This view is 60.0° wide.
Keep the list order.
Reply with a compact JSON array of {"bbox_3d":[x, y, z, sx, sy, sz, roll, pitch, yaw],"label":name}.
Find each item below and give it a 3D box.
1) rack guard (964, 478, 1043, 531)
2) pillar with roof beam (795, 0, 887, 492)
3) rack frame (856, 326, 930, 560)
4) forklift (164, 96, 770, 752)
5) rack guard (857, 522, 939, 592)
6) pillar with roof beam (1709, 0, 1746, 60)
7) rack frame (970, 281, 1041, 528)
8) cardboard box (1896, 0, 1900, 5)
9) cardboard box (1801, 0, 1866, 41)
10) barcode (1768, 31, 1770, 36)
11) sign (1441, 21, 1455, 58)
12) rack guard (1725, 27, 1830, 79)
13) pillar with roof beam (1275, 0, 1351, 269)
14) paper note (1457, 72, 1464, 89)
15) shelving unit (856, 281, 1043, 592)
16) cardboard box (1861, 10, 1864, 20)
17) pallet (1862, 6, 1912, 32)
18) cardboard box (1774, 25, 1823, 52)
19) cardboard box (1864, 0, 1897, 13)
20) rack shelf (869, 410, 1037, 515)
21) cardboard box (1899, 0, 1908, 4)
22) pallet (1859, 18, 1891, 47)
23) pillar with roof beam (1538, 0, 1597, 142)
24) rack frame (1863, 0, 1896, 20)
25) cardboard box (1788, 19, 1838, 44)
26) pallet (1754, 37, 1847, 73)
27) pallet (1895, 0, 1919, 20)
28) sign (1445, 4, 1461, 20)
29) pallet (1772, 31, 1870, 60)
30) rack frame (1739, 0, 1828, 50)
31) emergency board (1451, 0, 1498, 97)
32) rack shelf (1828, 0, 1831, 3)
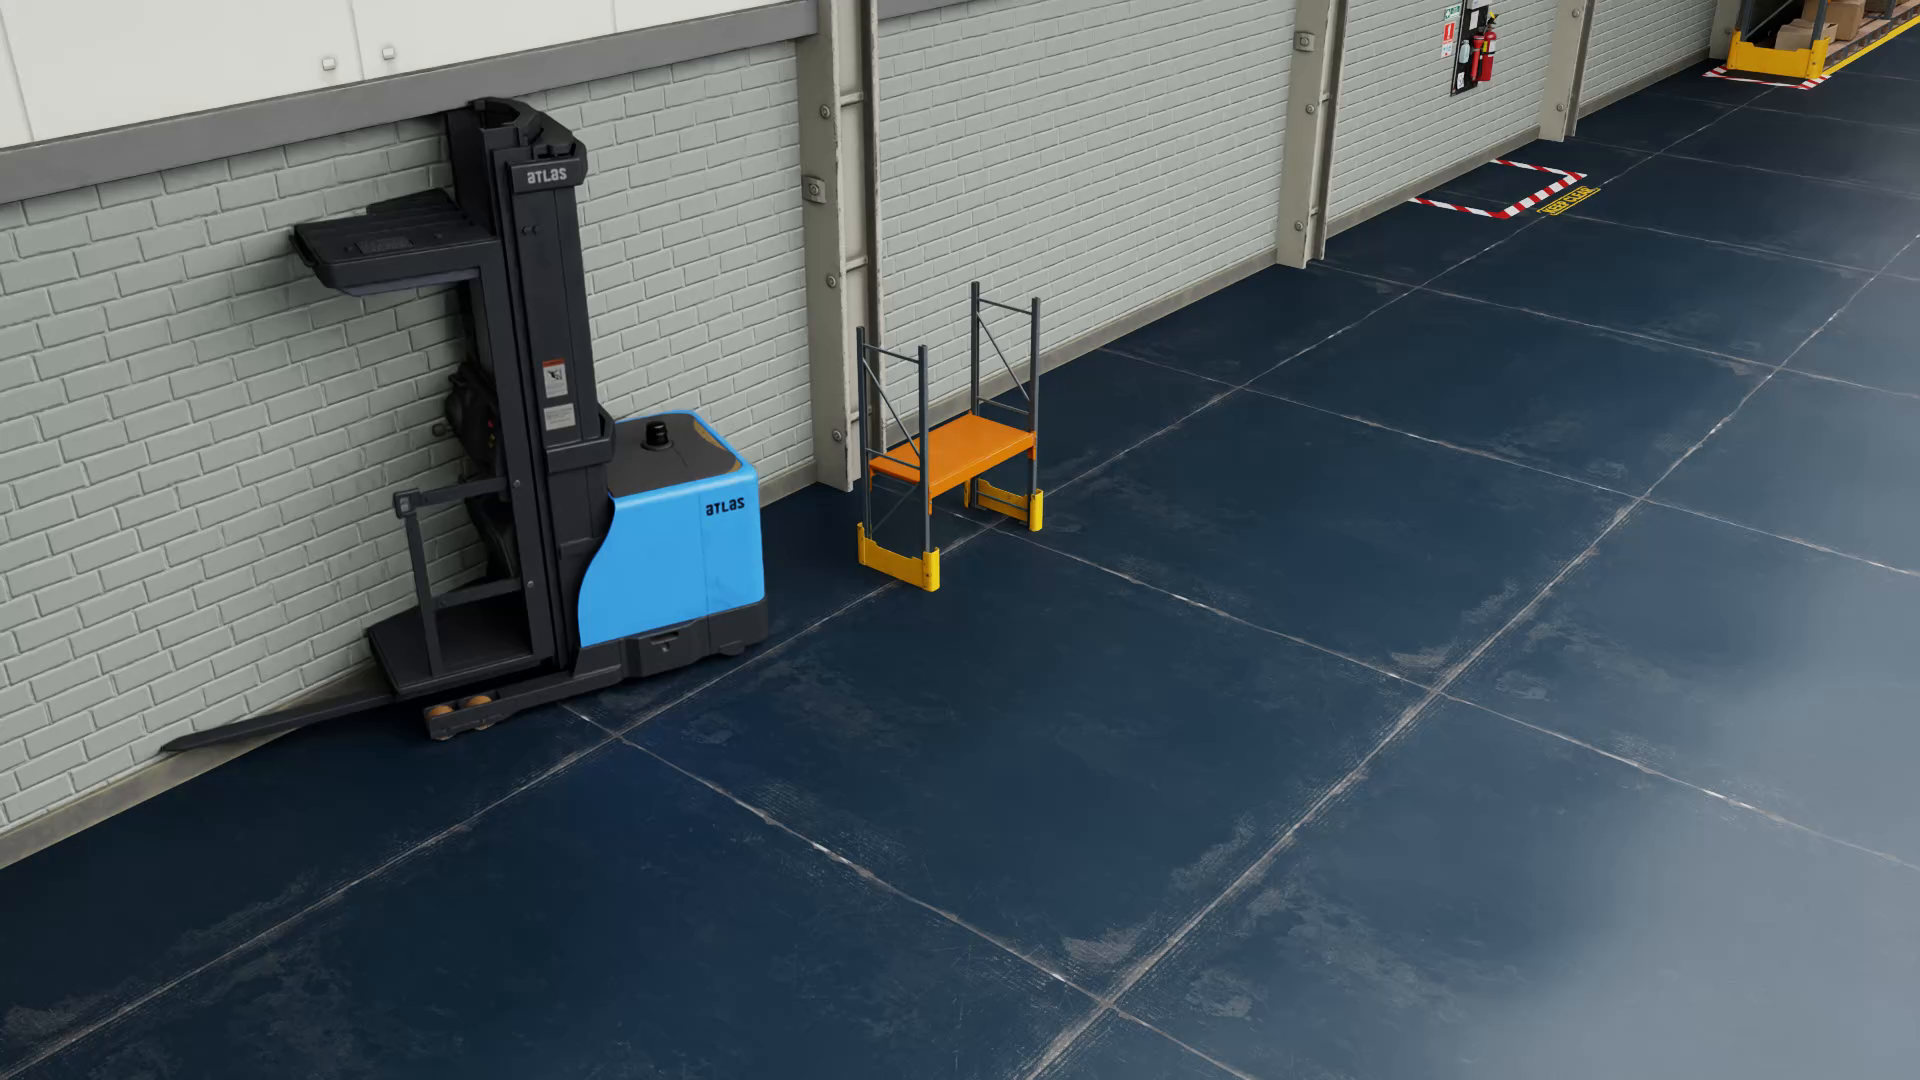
[{"bbox_3d":[0.268,-0.261,10.482,0.587,0.250,0.087,21,34,34],"label":"rack guard"},{"bbox_3d":[2.597,-3.166,6.575,9.100,9.000,0.400,21,34,34],"label":"pillar with roof beam"},{"bbox_3d":[-0.378,-0.456,9.499,0.500,1.500,0.032,21,34,34],"label":"rack frame"},{"bbox_3d":[-2.582,-0.579,8.180,3.031,2.935,1.130,-14,31,-25],"label":"forklift"},{"bbox_3d":[-0.365,0.093,9.799,0.587,0.250,0.087,21,34,34],"label":"rack guard"},{"bbox_3d":[14.046,-9.547,18.912,9.100,9.000,0.400,21,34,34],"label":"pillar with roof beam"},{"bbox_3d":[0.269,-0.816,10.195,0.500,1.500,0.032,21,34,34],"label":"rack frame"},{"bbox_3d":[14.236,-8.607,25.865,0.700,0.500,0.500,20,33,33],"label":"cardboard box"},{"bbox_3d":[12.324,-7.392,23.516,0.700,0.500,0.500,18,33,31],"label":"cardboard box"},{"bbox_3d":[11.159,-6.988,22.930,0.001,0.075,0.075,21,34,34],"label":"barcode"},{"bbox_3d":[4.875,-4.999,16.609,0.001,0.329,0.234,21,34,34],"label":"sign"},{"bbox_3d":[10.995,-6.557,22.380,1.175,0.500,0.348,21,34,34],"label":"rack guard"},{"bbox_3d":[6.413,-5.293,10.688,9.100,9.000,0.400,21,34,34],"label":"pillar with roof beam"},{"bbox_3d":[5.140,-4.715,17.058,0.016,0.148,0.142,21,34,34],"label":"paper note"},{"bbox_3d":[-0.048,-0.639,9.853,0.587,1.500,1.083,21,34,34],"label":"shelving unit"},{"bbox_3d":[13.173,-7.797,24.662,0.380,0.166,0.250,16,31,28],"label":"cardboard box"},{"bbox_3d":[13.985,-8.096,25.670,1.003,0.211,1.213,21,34,34],"label":"pallet"},{"bbox_3d":[11.456,-6.860,22.694,0.500,0.311,0.500,17,32,29],"label":"cardboard box"},{"bbox_3d":[13.946,-8.409,25.482,0.700,0.500,0.500,22,35,36],"label":"cardboard box"},{"bbox_3d":[-0.054,-0.476,9.930,0.538,0.185,1.000,21,34,34],"label":"rack shelf"},{"bbox_3d":[14.591,-8.776,26.192,0.700,0.500,0.500,21,34,35],"label":"cardboard box"},{"bbox_3d":[13.091,-7.571,24.656,1.003,0.211,1.213,21,34,34],"label":"pallet"},{"bbox_3d":[10.229,-7.420,14.800,9.100,9.000,0.400,21,34,34],"label":"pillar with roof beam"},{"bbox_3d":[13.490,-9.058,24.495,1.000,3.000,0.127,21,34,34],"label":"rack frame"},{"bbox_3d":[11.818,-7.062,23.085,0.500,0.311,0.500,24,36,38],"label":"cardboard box"},{"bbox_3d":[11.539,-6.706,22.984,1.003,0.211,1.213,21,34,34],"label":"pallet"},{"bbox_3d":[14.760,-8.531,26.510,1.003,0.211,1.213,21,34,34],"label":"pallet"},{"bbox_3d":[4.885,-5.233,16.486,0.001,0.109,0.331,21,34,34],"label":"sign"},{"bbox_3d":[12.315,-7.137,23.816,1.003,0.211,1.213,21,34,34],"label":"pallet"},{"bbox_3d":[10.946,-7.640,21.754,1.000,3.000,0.127,21,34,34],"label":"rack frame"},{"bbox_3d":[5.306,-5.149,16.938,0.194,1.169,0.643,21,34,34],"label":"emergency board"},{"bbox_3d":[12.218,-8.030,23.290,1.077,0.370,4.000,21,34,34],"label":"rack shelf"}]
